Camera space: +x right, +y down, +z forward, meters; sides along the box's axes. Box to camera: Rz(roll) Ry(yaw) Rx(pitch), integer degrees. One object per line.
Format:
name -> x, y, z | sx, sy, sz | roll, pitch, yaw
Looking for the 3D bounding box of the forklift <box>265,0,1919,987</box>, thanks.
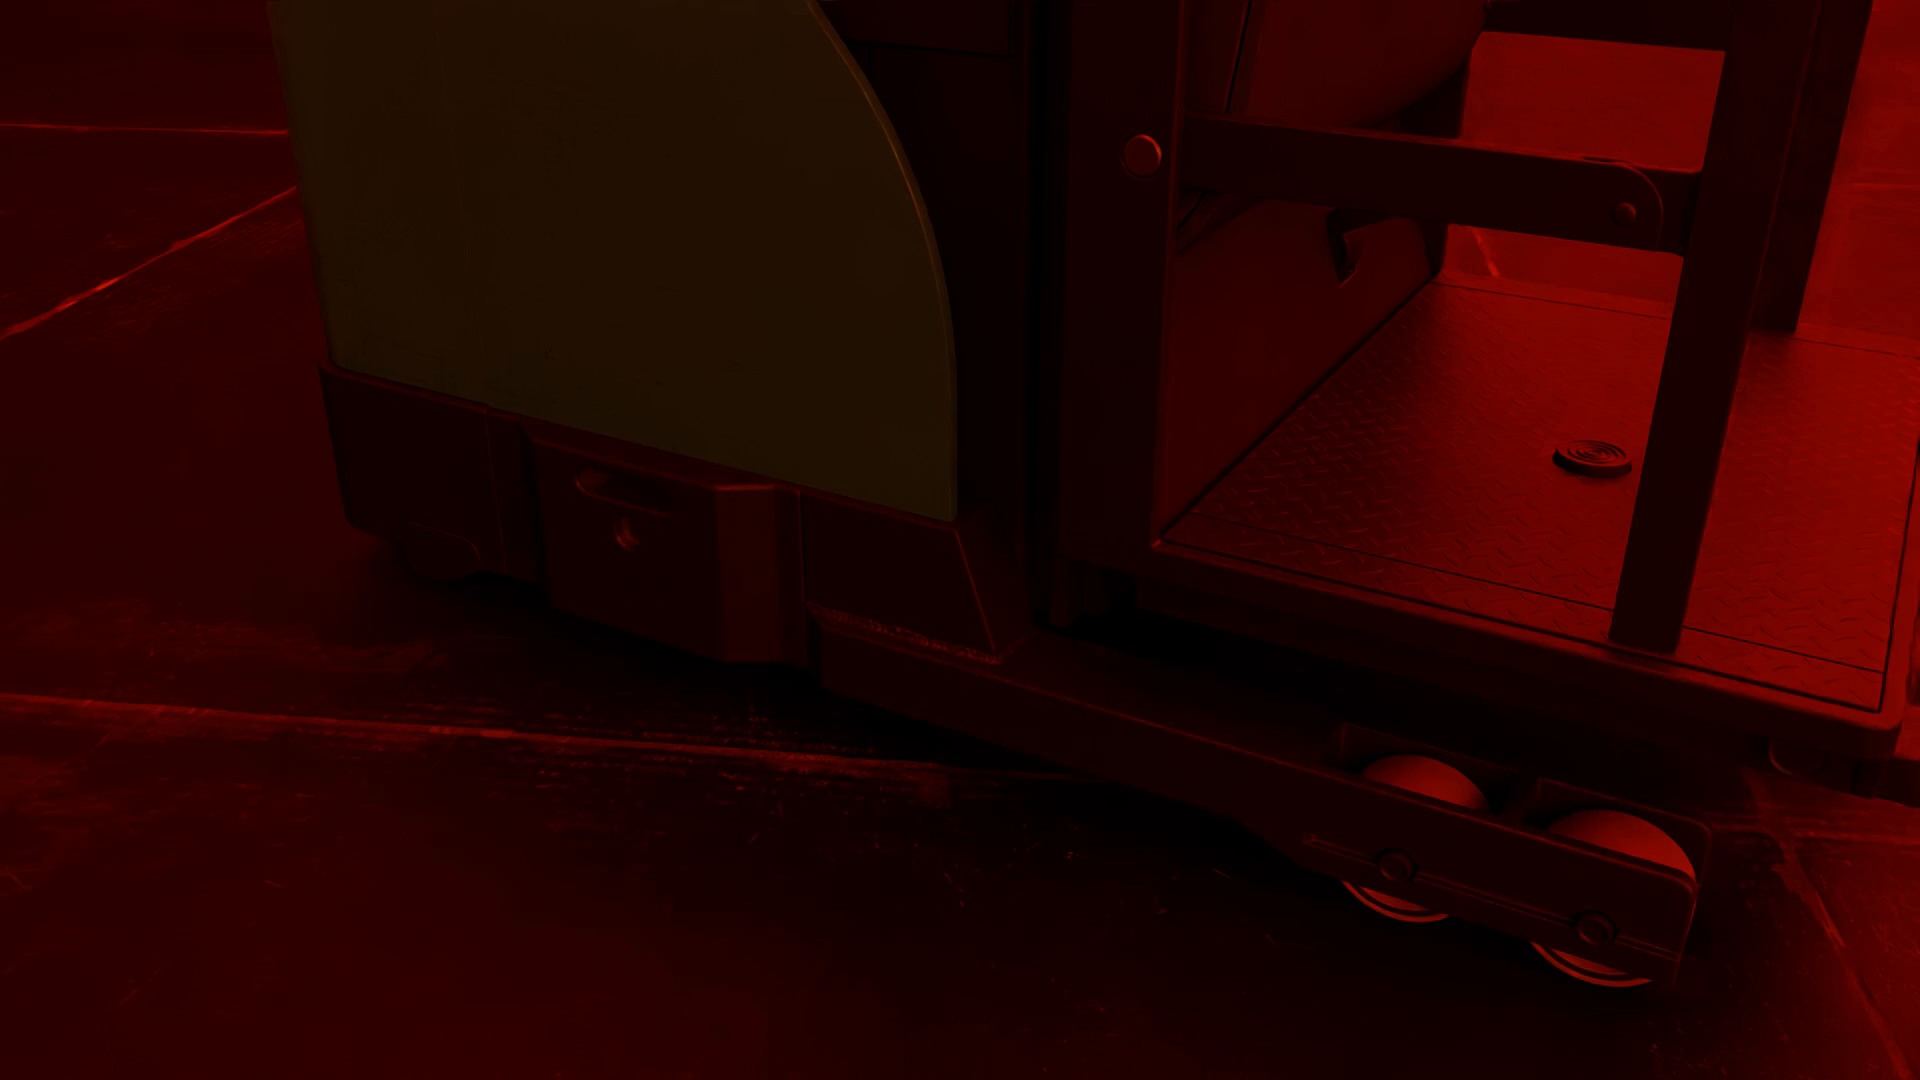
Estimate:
forklift -> 0.637, -1.148, 1.518 | 3.031, 2.935, 1.130 | 14, 30, 26
